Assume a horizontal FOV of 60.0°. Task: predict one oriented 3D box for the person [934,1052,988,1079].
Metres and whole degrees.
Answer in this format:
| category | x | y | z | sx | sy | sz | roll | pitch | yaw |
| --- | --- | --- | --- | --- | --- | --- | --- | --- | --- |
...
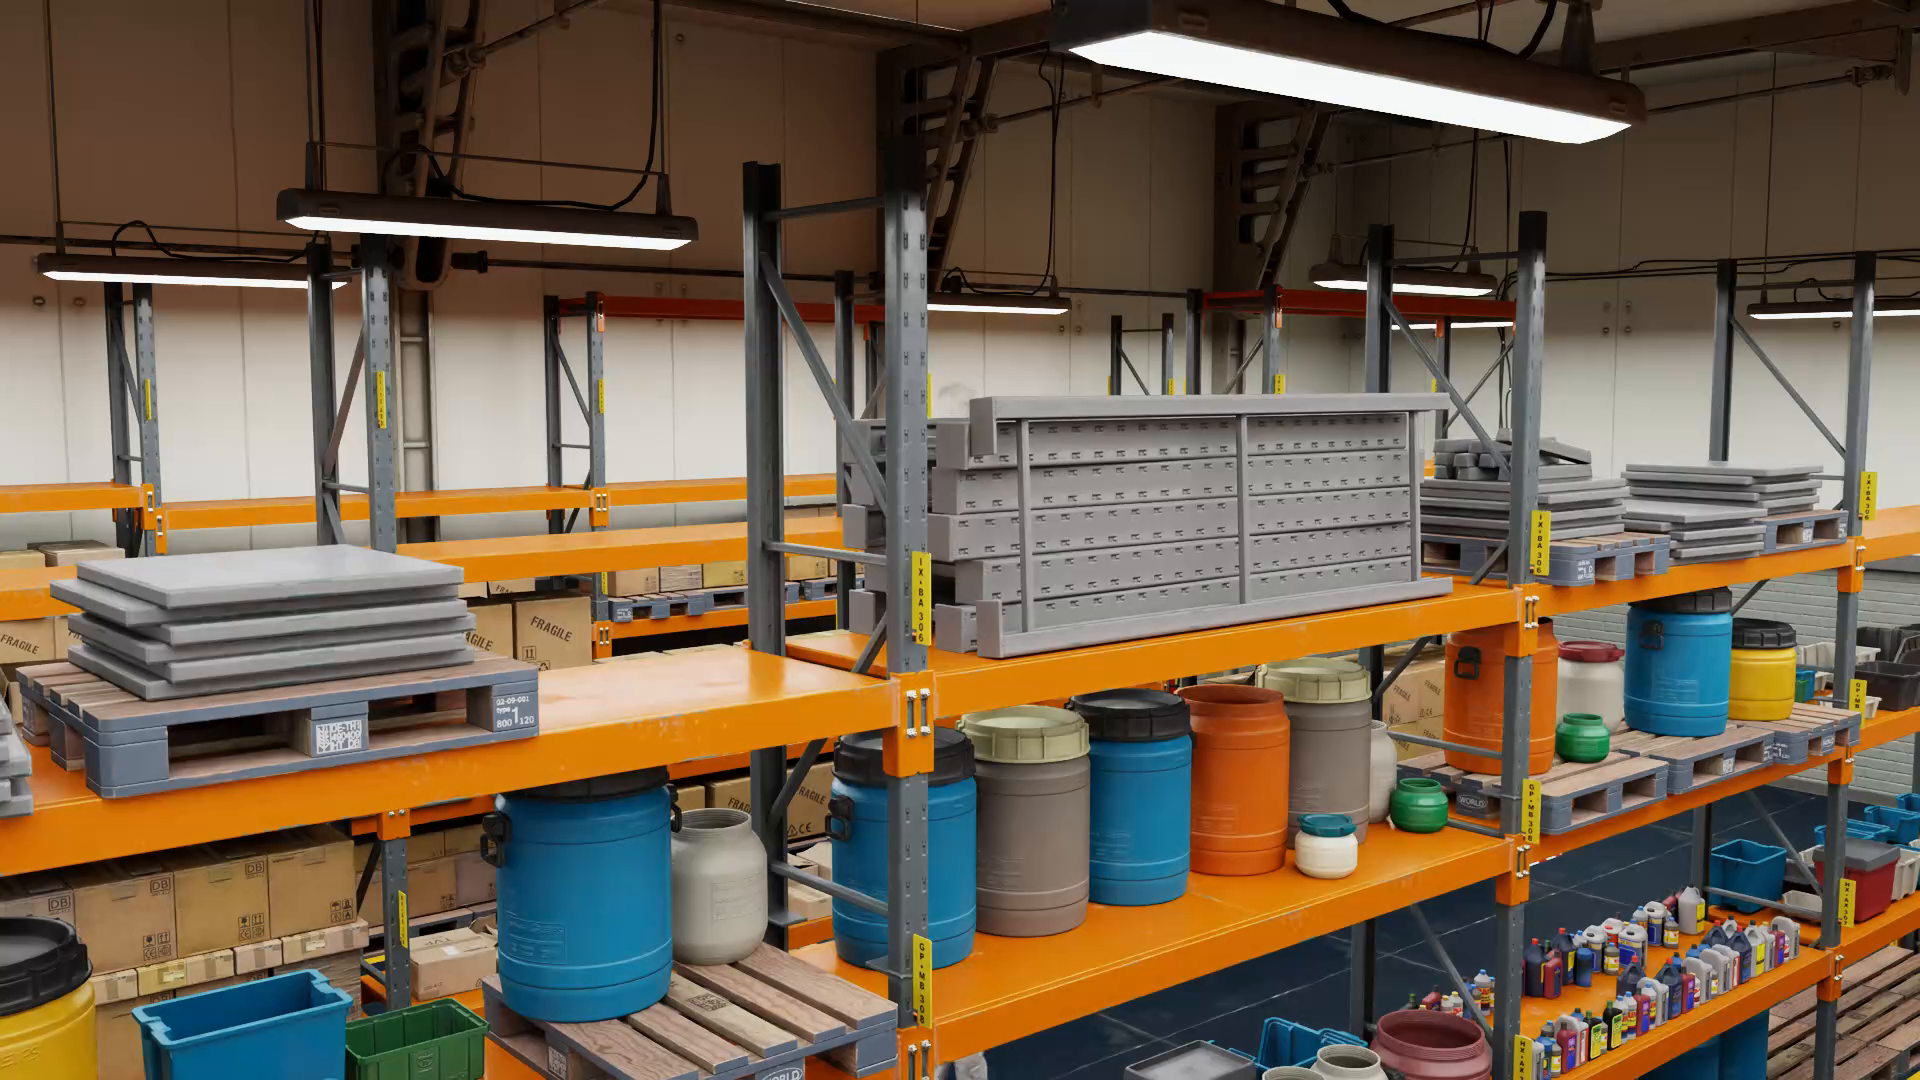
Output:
| category | x | y | z | sx | sy | sz | roll | pitch | yaw |
| --- | --- | --- | --- | --- | --- | --- | --- | --- | --- |
| person | -0.029 | 3.227 | 10.675 | 0.663 | 1.820 | 0.846 | 5 | 7 | 42 |
